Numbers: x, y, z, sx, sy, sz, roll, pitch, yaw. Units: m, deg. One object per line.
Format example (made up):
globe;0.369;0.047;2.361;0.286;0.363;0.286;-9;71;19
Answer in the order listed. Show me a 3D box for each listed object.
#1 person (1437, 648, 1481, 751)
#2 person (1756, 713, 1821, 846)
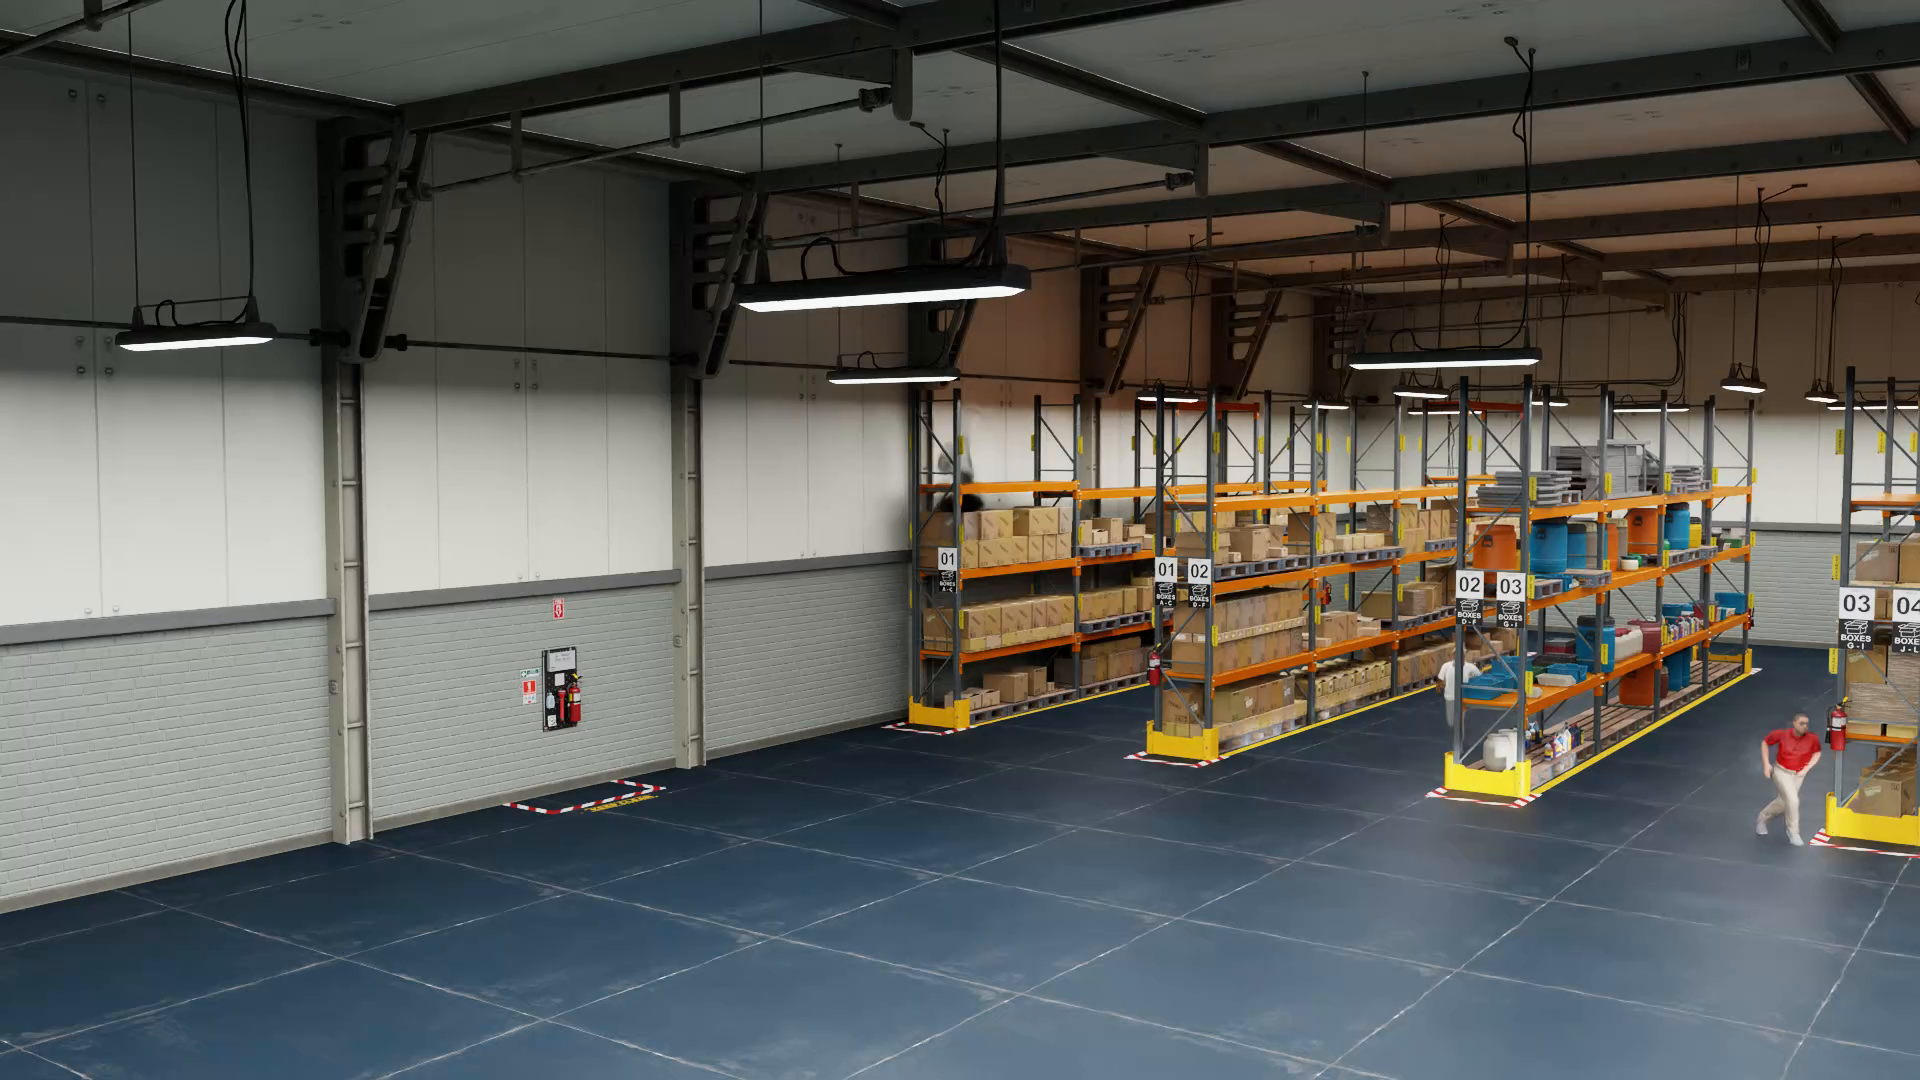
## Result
person;8.146;2.604;27.144;0.709;1.765;0.824;2;4;31
person;10.488;2.996;21.118;0.680;1.690;0.814;0;3;-4
